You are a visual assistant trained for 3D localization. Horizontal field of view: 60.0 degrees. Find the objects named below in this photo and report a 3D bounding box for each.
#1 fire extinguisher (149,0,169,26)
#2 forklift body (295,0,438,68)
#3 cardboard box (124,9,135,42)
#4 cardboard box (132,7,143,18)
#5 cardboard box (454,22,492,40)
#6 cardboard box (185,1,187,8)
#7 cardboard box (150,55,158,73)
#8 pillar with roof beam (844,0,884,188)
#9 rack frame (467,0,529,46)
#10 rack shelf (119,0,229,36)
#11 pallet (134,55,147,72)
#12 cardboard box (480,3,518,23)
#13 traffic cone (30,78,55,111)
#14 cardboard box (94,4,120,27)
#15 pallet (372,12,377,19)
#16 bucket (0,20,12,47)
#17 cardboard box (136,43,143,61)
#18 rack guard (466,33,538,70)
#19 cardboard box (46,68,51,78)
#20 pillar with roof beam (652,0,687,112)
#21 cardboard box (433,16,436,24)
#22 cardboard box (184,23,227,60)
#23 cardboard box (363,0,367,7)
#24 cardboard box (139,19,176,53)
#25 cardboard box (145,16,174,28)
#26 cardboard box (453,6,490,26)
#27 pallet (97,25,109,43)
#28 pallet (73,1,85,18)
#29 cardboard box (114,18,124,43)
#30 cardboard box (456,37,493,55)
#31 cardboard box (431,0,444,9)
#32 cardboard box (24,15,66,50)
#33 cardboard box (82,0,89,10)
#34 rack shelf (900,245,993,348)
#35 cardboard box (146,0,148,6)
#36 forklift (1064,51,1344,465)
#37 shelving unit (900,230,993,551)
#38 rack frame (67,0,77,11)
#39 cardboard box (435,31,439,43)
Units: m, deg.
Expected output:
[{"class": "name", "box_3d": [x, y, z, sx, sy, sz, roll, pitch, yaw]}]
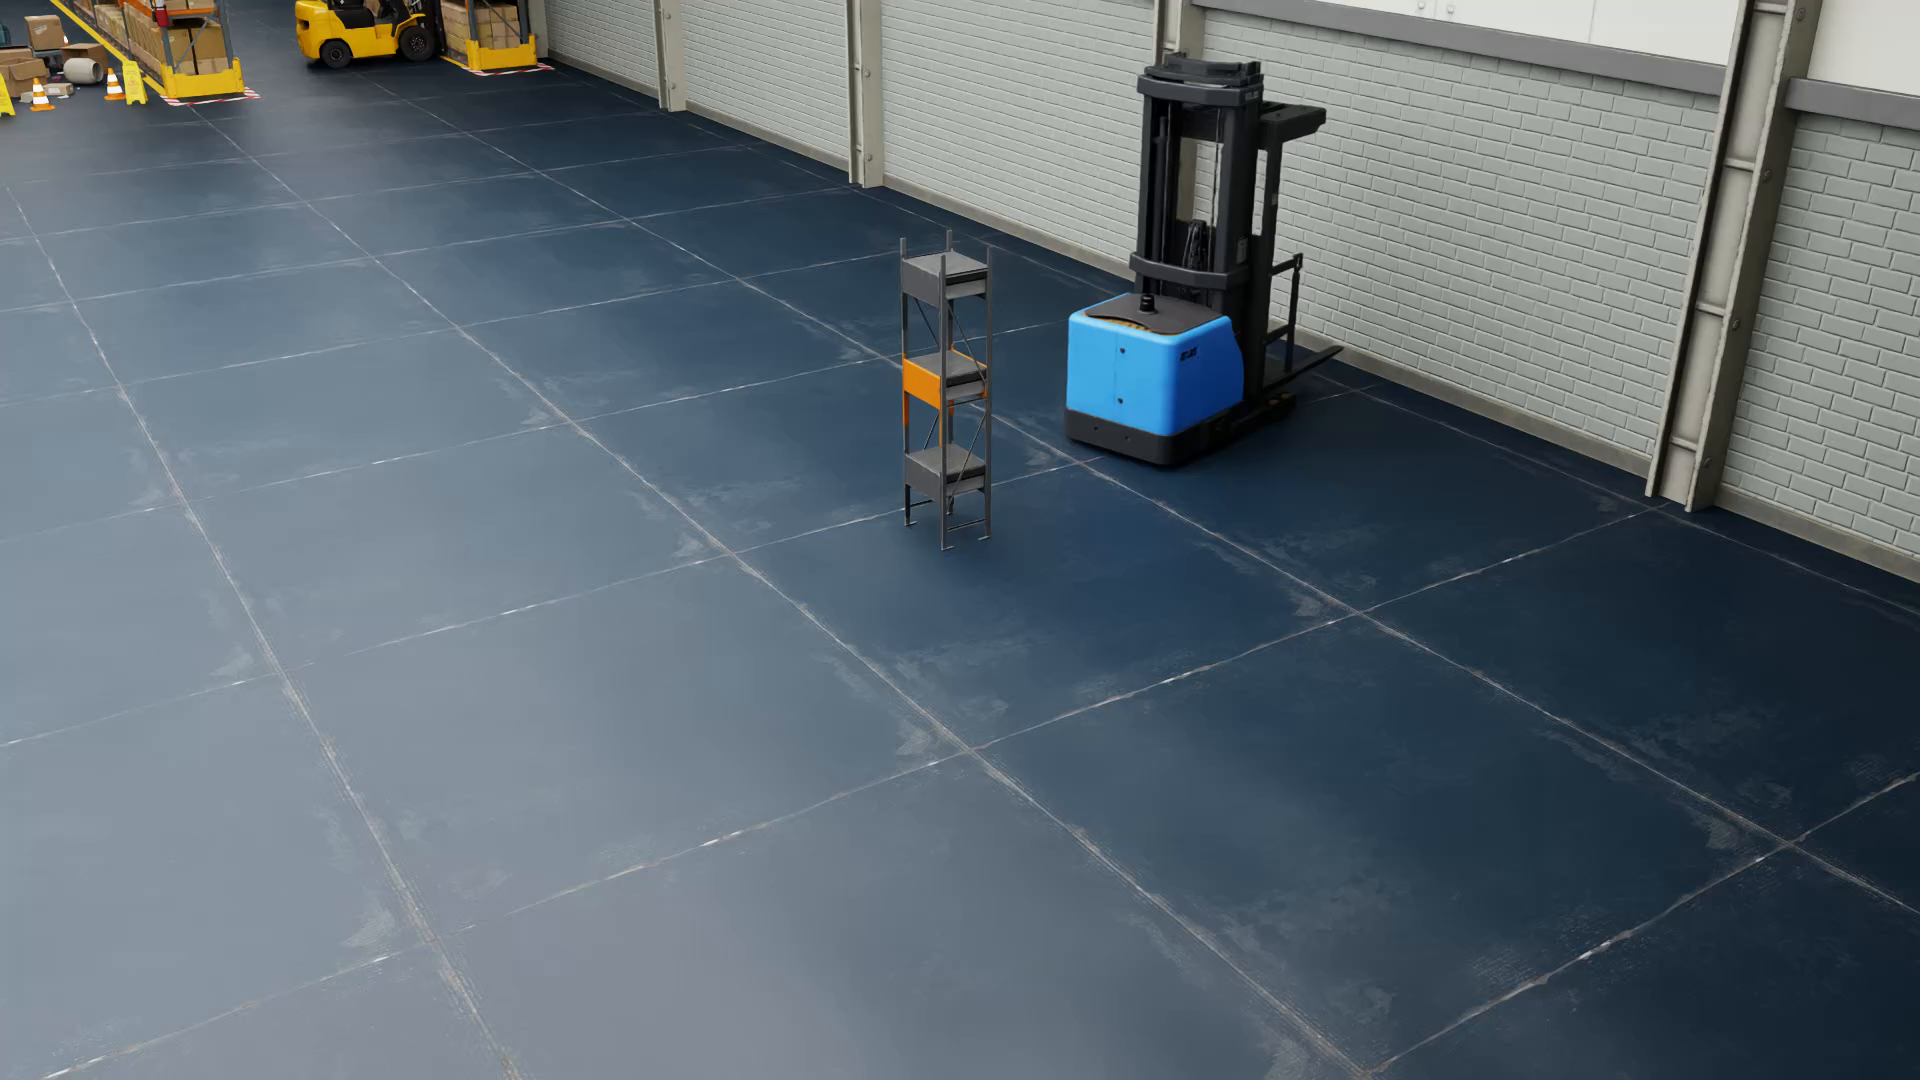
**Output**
[{"class": "fire extinguisher", "box_3d": [-12.605, -8.445, 26.178, 0.296, 0.674, 0.183, -16, 29, -30]}, {"class": "forklift body", "box_3d": [-10.688, -9.656, 29.647, 2.313, 2.155, 1.214, -16, 29, -30]}, {"class": "cardboard box", "box_3d": [-14.369, -9.071, 29.264, 0.500, 0.500, 0.500, -14, 29, -27]}, {"class": "cardboard box", "box_3d": [-13.920, -9.026, 28.410, 0.380, 0.149, 0.250, -14, 29, -27]}, {"class": "cardboard box", "box_3d": [-8.652, -9.060, 29.534, 0.500, 0.250, 0.500, -16, 30, -30]}, {"class": "cardboard box", "box_3d": [-12.443, -8.771, 27.074, 0.380, 0.149, 0.250, -15, 29, -29]}, {"class": "cardboard box", "box_3d": [-13.224, -7.988, 27.849, 0.500, 0.250, 0.500, -15, 29, -29]}, {"class": "pillar with roof beam", "box_3d": [-4.806, -7.663, 17.404, 9.100, 9.000, 0.400, -16, 29, -30]}, {"class": "rack frame", "box_3d": [-8.124, -9.786, 28.929, 1.000, 3.000, 0.127, -16, 29, -30]}, {"class": "rack shelf", "box_3d": [-13.373, -9.018, 28.145, 1.077, 0.370, 4.000, -16, 29, -30]}, {"class": "pallet", "box_3d": [-14.069, -8.566, 29.611, 1.003, 0.211, 1.213, -16, 29, -30]}, {"class": "cardboard box", "box_3d": [-8.228, -9.401, 29.671, 0.500, 0.250, 0.500, -16, 30, -30]}, {"class": "traffic cone", "box_3d": [-14.341, -6.954, 25.901, 0.336, 0.463, 0.334, -16, 29, -30]}, {"class": "cardboard box", "box_3d": [-16.348, -10.287, 32.576, 0.950, 0.372, 0.625, -18, 31, -33]}, {"class": "pallet", "box_3d": [-11.413, -10.647, 34.019, 1.003, 0.211, 1.213, -16, 29, -30]}, {"class": "bucket", "box_3d": [-16.551, -8.565, 28.396, 0.726, 0.611, 0.620, -6, 16, -12]}, {"class": "cardboard box", "box_3d": [-14.068, -8.543, 29.025, 0.500, 0.250, 0.500, -14, 29, -27]}, {"class": "rack guard", "box_3d": [-8.111, -8.647, 29.445, 1.175, 0.500, 0.348, -16, 29, -30]}, {"class": "cardboard box", "box_3d": [-15.818, -8.031, 28.414, 0.396, 0.266, 0.258, 7, 26, 15]}, {"class": "pillar with roof beam", "box_3d": [-8.081, -9.809, 21.950, 9.100, 9.000, 0.400, -16, 29, -30]}, {"class": "cardboard box", "box_3d": [-9.486, -9.602, 30.681, 0.500, 0.250, 0.500, -16, 29, -30]}, {"class": "cardboard box", "box_3d": [-12.503, -8.275, 27.579, 0.500, 0.500, 0.500, -17, 30, -31]}, {"class": "cardboard box", "box_3d": [-12.163, -11.538, 34.929, 0.875, 0.625, 0.625, -15, 29, -28]}, {"class": "cardboard box", "box_3d": [-13.494, -8.508, 28.071, 0.500, 0.500, 0.500, -16, 30, -31]}, {"class": "cardboard box", "box_3d": [-13.194, -8.549, 27.398, 0.380, 0.149, 0.250, -15, 29, -28]}, {"class": "cardboard box", "box_3d": [-8.637, -9.277, 29.408, 0.500, 0.250, 0.500, -14, 29, -28]}, {"class": "pallet", "box_3d": [-16.223, -9.949, 32.540, 1.003, 0.211, 1.213, -16, 29, -30]}, {"class": "pallet", "box_3d": [-18.348, -11.401, 35.616, 1.003, 0.211, 1.213, -16, 29, -30]}, {"class": "cardboard box", "box_3d": [-15.149, -9.504, 30.917, 0.950, 0.372, 0.625, -14, 28, -26]}, {"class": "cardboard box", "box_3d": [-8.646, -8.827, 29.627, 0.500, 0.250, 0.500, -15, 29, -29]}, {"class": "cardboard box", "box_3d": [-9.475, -9.819, 30.557, 0.500, 0.250, 0.500, -16, 30, -31]}, {"class": "cardboard box", "box_3d": [-15.940, -8.846, 28.977, 0.500, 0.500, 0.500, -16, 29, -30]}, {"class": "cardboard box", "box_3d": [-17.927, -11.625, 34.821, 0.875, 0.875, 0.875, -15, 29, -28]}, {"class": "rack shelf", "box_3d": [-0.090, -1.629, 11.097, 0.431, 0.518, 0.480, -16, 29, -30]}, {"class": "cardboard box", "box_3d": [-13.018, -8.760, 27.049, 0.380, 0.149, 0.250, -16, 30, -30]}, {"class": "forklift", "box_3d": [2.180, -2.452, 13.472, 1.130, 2.935, 3.031, 20, 32, 36]}, {"class": "shelving unit", "box_3d": [-0.090, -1.009, 11.390, 0.431, 2.100, 0.503, -16, 29, -30]}, {"class": "rack frame", "box_3d": [-18.832, -12.920, 35.568, 1.000, 3.000, 0.127, -16, 29, -30]}, {"class": "cardboard box", "box_3d": [-9.477, -9.369, 30.774, 0.500, 0.250, 0.500, -15, 29, -28]}]
